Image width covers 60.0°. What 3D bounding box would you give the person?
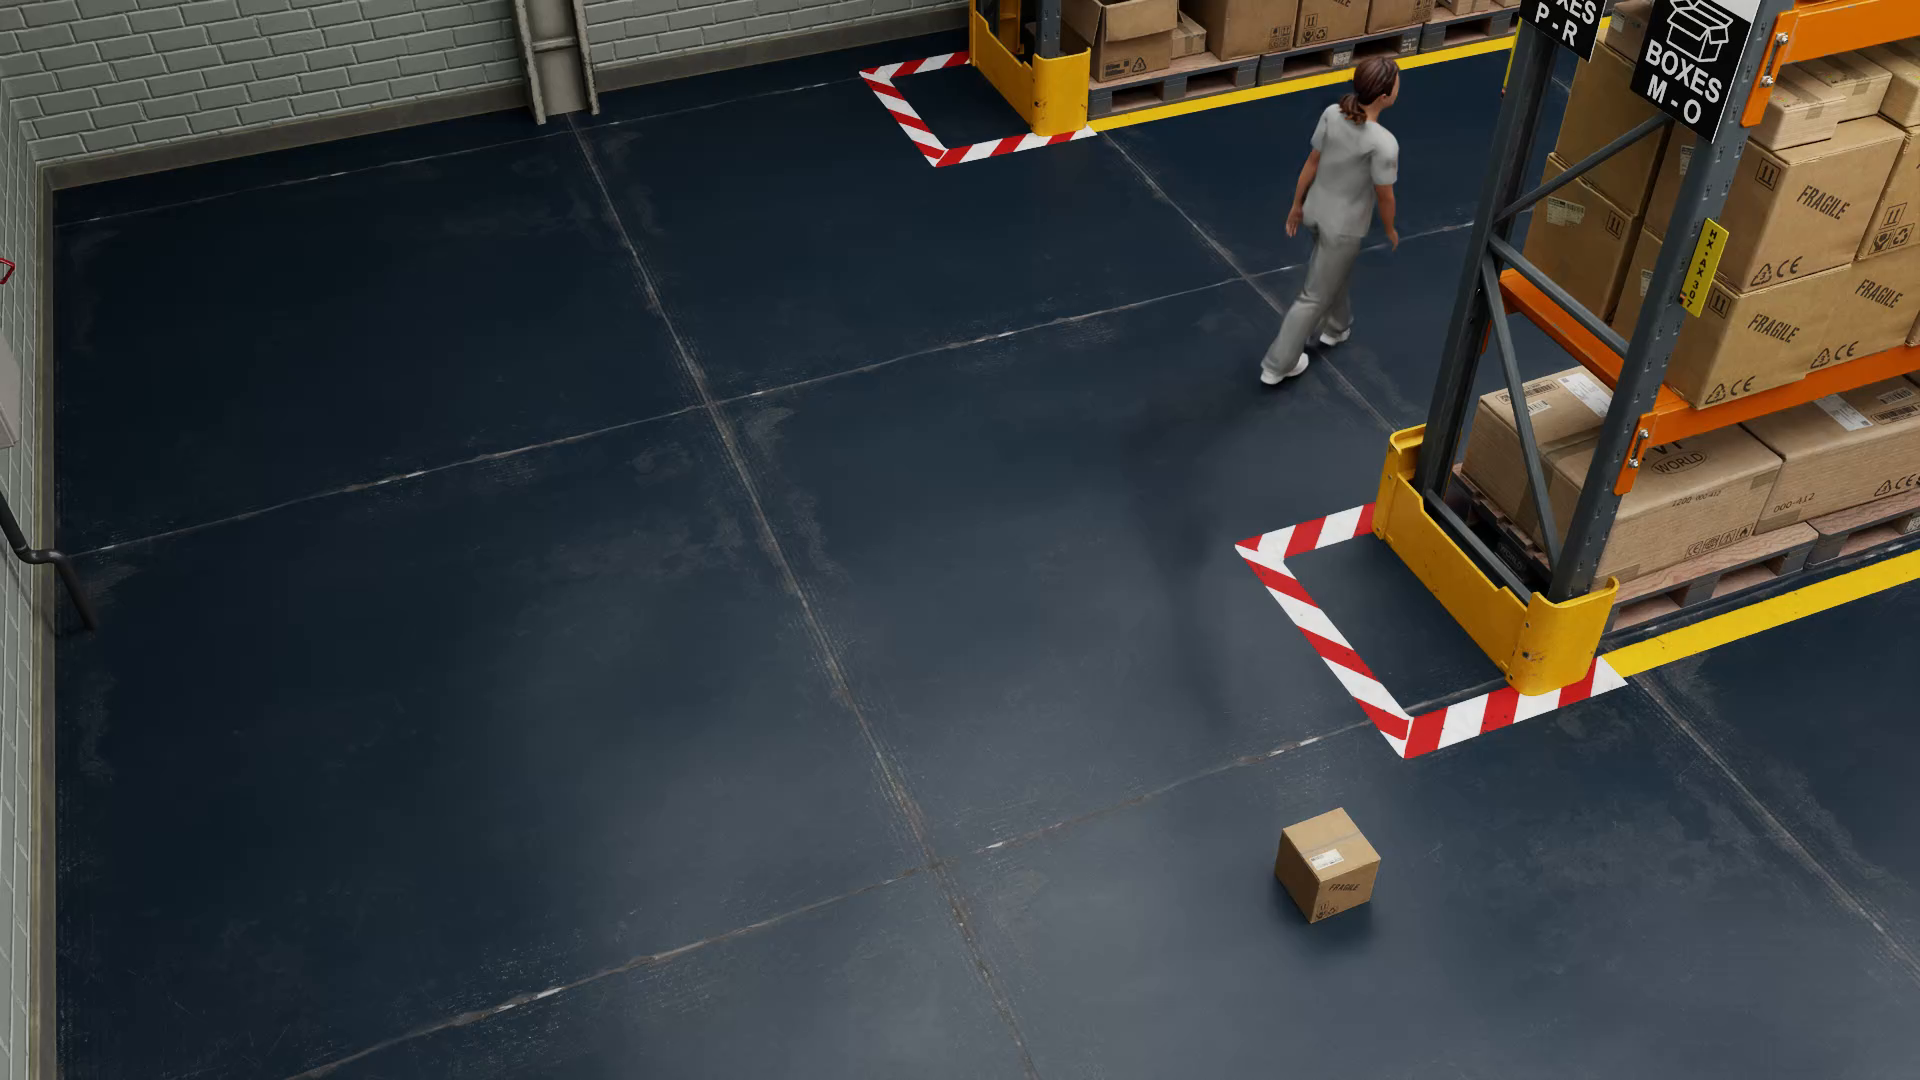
[{"bbox_3d":[1.809,-1.473,7.812,0.723,1.691,0.481,-21,46,-22],"label":"person"}]
